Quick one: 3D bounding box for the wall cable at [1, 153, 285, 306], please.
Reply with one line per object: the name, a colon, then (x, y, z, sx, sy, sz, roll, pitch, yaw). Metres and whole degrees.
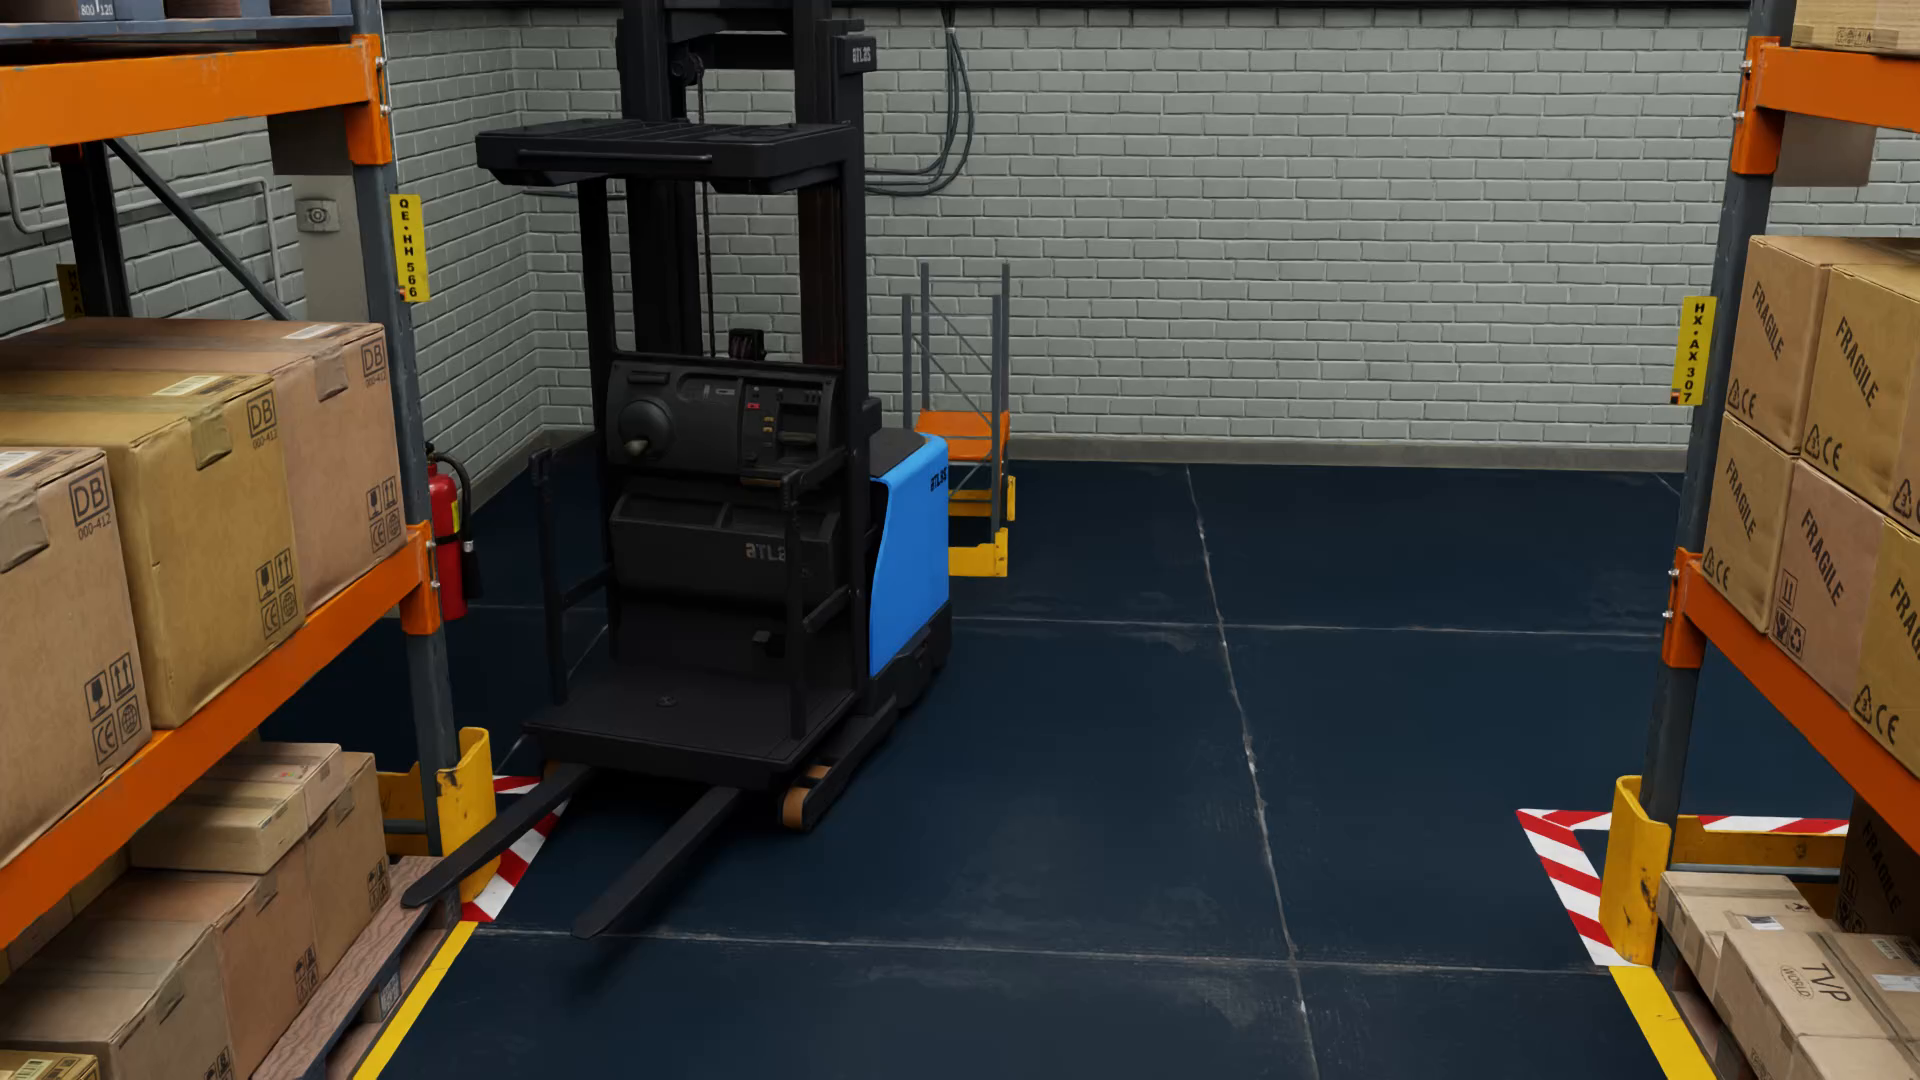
wall cable: (-3.078, -1.147, 6.475, 0.084, 1.984, 1.851, 1, 18, 4)

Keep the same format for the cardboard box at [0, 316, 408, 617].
cardboard box: (-2.252, -0.230, 4.825, 0.980, 0.700, 0.700, 2, 18, 6)

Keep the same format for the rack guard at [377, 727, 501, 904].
rack guard: (-2.224, 0.935, 5.767, 1.175, 0.500, 0.348, 1, 18, 4)

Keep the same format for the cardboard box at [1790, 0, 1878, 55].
cardboard box: (2.425, -1.336, 4.108, 0.500, 0.250, 0.500, 1, 18, 4)

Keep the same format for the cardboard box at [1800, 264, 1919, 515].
cardboard box: (2.391, -0.364, 3.951, 0.500, 0.500, 0.500, 1, 18, 4)

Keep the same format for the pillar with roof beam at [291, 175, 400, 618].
pillar with roof beam: (1.399, -3.858, 6.746, 9.100, 9.000, 0.400, 1, 18, 4)

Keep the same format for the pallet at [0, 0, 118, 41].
pallet: (-2.353, -1.018, 3.039, 1.003, 0.211, 1.213, 1, 18, 4)

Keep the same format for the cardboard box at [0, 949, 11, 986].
cardboard box: (-2.456, 1.005, 3.838, 0.380, 0.149, 0.250, 1, 18, 4)

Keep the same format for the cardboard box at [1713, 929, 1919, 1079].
cardboard box: (2.358, 1.279, 4.411, 0.500, 0.250, 0.500, 1, 18, 4)

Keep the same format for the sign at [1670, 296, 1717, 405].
sign: (2.174, -0.560, 4.923, 0.100, 0.325, 0.005, 1, 18, 4)

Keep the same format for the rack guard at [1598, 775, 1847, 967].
rack guard: (2.710, 1.075, 5.339, 1.175, 0.500, 0.348, 1, 18, 4)

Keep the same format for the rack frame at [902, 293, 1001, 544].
rack frame: (-0.043, -0.528, 8.627, 0.500, 1.500, 0.032, 1, 18, 4)

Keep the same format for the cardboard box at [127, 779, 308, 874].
cardboard box: (-2.021, 0.777, 4.531, 0.380, 0.149, 0.250, 2, 18, 5)

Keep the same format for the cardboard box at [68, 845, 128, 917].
cardboard box: (-2.421, 0.846, 4.323, 0.380, 0.149, 0.250, 1, 18, 4)

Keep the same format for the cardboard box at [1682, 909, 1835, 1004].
cardboard box: (2.325, 1.201, 4.784, 0.380, 0.166, 0.250, 1, 18, 4)

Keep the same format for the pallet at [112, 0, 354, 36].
pallet: (-2.269, -1.398, 4.198, 1.003, 0.211, 1.213, 1, 18, 4)

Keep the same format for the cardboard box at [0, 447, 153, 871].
cardboard box: (-2.357, 0.233, 3.412, 0.980, 0.700, 0.700, 0, 18, 1)

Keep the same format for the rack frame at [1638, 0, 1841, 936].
rack frame: (2.715, -0.136, 5.021, 1.000, 3.000, 0.127, 1, 18, 4)

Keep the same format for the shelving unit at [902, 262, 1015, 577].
shelving unit: (-0.005, -0.689, 9.117, 0.587, 1.500, 1.083, 1, 18, 4)

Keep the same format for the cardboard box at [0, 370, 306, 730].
cardboard box: (-2.294, -0.003, 4.134, 0.980, 0.700, 0.700, 1, 18, 3)

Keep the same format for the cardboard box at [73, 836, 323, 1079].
cardboard box: (-2.212, 1.118, 4.535, 0.700, 0.500, 0.500, 1, 18, 4)

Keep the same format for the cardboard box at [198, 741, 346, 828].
cardboard box: (-2.004, 0.698, 4.774, 0.380, 0.149, 0.250, 1, 18, 3)

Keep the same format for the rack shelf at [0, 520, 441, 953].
rack shelf: (-2.369, 0.717, 3.572, 1.077, 0.370, 4.000, 1, 18, 4)

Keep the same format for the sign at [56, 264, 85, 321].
sign: (-2.779, -0.709, 5.252, 0.100, 0.325, 0.005, 1, 18, 4)

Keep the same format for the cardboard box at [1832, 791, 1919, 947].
cardboard box: (2.922, 1.017, 4.810, 0.500, 0.500, 0.500, 1, 18, 4)

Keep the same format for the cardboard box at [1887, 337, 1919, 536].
cardboard box: (2.350, -0.209, 3.478, 0.500, 0.500, 0.500, 2, 18, 5)

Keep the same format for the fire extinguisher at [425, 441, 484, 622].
fire extinguisher: (-1.755, -0.068, 5.537, 0.296, 0.674, 0.183, 1, 18, 4)

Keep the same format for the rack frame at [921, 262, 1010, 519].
rack frame: (0.030, -0.844, 9.590, 0.500, 1.500, 0.032, 1, 18, 4)

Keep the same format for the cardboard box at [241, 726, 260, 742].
cardboard box: (-2.367, 0.611, 5.040, 0.380, 0.149, 0.250, 1, 18, 4)

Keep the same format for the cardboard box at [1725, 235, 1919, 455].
cardboard box: (2.420, -0.527, 4.447, 0.500, 0.500, 0.500, 2, 18, 6)

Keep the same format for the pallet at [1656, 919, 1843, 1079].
pallet: (2.654, 1.460, 4.628, 1.003, 0.211, 1.213, 1, 18, 4)

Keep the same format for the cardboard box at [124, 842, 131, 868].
cardboard box: (-2.402, 0.768, 4.560, 0.380, 0.149, 0.250, 1, 18, 4)

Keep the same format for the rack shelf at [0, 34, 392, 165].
rack shelf: (-2.369, -0.708, 3.105, 1.077, 0.370, 4.000, 1, 18, 4)

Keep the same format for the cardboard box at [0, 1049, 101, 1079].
cardboard box: (-2.278, 1.440, 3.552, 0.700, 0.500, 0.500, 2, 18, 5)

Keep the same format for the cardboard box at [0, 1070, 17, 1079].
cardboard box: (-2.113, 1.182, 3.296, 0.380, 0.149, 0.250, 1, 18, 2)

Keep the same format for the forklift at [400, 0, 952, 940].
forklift: (-0.976, -0.456, 6.109, 1.130, 2.935, 3.031, 6, 19, 17)

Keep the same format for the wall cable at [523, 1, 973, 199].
wall cable: (-1.464, -3.370, 10.241, 3.097, 2.526, 0.112, 1, 18, 4)

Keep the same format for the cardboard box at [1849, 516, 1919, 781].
cardboard box: (2.350, 0.264, 3.638, 0.500, 0.500, 0.500, 1, 18, 4)

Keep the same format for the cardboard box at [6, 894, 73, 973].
cardboard box: (-2.438, 0.925, 4.081, 0.380, 0.149, 0.250, 2, 18, 5)

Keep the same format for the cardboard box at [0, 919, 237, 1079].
cardboard box: (-2.248, 1.274, 4.058, 0.700, 0.500, 0.500, 1, 18, 2)

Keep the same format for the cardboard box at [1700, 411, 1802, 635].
cardboard box: (2.420, -0.052, 4.603, 0.500, 0.500, 0.500, 2, 18, 5)

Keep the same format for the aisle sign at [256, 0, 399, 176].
aisle sign: (-1.922, -1.497, 4.998, 0.394, 0.787, 0.004, 1, 18, 4)

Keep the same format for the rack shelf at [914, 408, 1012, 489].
rack shelf: (-0.006, -0.515, 9.165, 0.538, 0.185, 1.000, 1, 18, 4)

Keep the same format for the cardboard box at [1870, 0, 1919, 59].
cardboard box: (2.376, -1.181, 3.635, 0.500, 0.250, 0.500, 1, 18, 4)

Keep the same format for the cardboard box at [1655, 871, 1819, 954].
cardboard box: (2.342, 1.132, 5.023, 0.380, 0.149, 0.250, 1, 18, 4)

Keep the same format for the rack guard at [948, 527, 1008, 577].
rack guard: (-0.041, 0.060, 8.840, 0.587, 0.250, 0.087, 1, 18, 4)

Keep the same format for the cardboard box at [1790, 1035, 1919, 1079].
cardboard box: (2.322, 1.435, 3.937, 0.500, 0.250, 0.500, 1, 18, 4)

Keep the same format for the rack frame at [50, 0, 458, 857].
rack frame: (-2.226, -0.246, 5.355, 1.000, 3.000, 0.127, 1, 18, 4)

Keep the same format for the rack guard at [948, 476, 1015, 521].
rack guard: (0.030, -0.250, 9.784, 0.587, 0.250, 0.087, 1, 18, 4)

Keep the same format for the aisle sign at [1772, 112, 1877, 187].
aisle sign: (2.427, -1.399, 4.701, 0.394, 0.787, 0.004, 1, 18, 4)

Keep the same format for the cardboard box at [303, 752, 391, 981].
cardboard box: (-2.176, 0.962, 5.009, 0.700, 0.500, 0.500, 1, 18, 4)

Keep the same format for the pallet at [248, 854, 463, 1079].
pallet: (-2.205, 1.330, 5.026, 1.003, 0.211, 1.213, 1, 18, 4)

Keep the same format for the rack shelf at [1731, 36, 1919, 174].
rack shelf: (2.572, -0.599, 2.771, 1.077, 0.370, 4.000, 1, 18, 4)

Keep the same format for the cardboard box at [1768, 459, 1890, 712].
cardboard box: (2.389, 0.109, 4.114, 0.500, 0.500, 0.500, 1, 18, 3)

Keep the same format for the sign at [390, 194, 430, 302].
sign: (-1.686, -0.892, 5.088, 0.100, 0.325, 0.005, 1, 18, 4)

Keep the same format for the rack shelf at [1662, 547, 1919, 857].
rack shelf: (2.572, 0.827, 3.238, 1.077, 0.370, 4.000, 1, 18, 4)
